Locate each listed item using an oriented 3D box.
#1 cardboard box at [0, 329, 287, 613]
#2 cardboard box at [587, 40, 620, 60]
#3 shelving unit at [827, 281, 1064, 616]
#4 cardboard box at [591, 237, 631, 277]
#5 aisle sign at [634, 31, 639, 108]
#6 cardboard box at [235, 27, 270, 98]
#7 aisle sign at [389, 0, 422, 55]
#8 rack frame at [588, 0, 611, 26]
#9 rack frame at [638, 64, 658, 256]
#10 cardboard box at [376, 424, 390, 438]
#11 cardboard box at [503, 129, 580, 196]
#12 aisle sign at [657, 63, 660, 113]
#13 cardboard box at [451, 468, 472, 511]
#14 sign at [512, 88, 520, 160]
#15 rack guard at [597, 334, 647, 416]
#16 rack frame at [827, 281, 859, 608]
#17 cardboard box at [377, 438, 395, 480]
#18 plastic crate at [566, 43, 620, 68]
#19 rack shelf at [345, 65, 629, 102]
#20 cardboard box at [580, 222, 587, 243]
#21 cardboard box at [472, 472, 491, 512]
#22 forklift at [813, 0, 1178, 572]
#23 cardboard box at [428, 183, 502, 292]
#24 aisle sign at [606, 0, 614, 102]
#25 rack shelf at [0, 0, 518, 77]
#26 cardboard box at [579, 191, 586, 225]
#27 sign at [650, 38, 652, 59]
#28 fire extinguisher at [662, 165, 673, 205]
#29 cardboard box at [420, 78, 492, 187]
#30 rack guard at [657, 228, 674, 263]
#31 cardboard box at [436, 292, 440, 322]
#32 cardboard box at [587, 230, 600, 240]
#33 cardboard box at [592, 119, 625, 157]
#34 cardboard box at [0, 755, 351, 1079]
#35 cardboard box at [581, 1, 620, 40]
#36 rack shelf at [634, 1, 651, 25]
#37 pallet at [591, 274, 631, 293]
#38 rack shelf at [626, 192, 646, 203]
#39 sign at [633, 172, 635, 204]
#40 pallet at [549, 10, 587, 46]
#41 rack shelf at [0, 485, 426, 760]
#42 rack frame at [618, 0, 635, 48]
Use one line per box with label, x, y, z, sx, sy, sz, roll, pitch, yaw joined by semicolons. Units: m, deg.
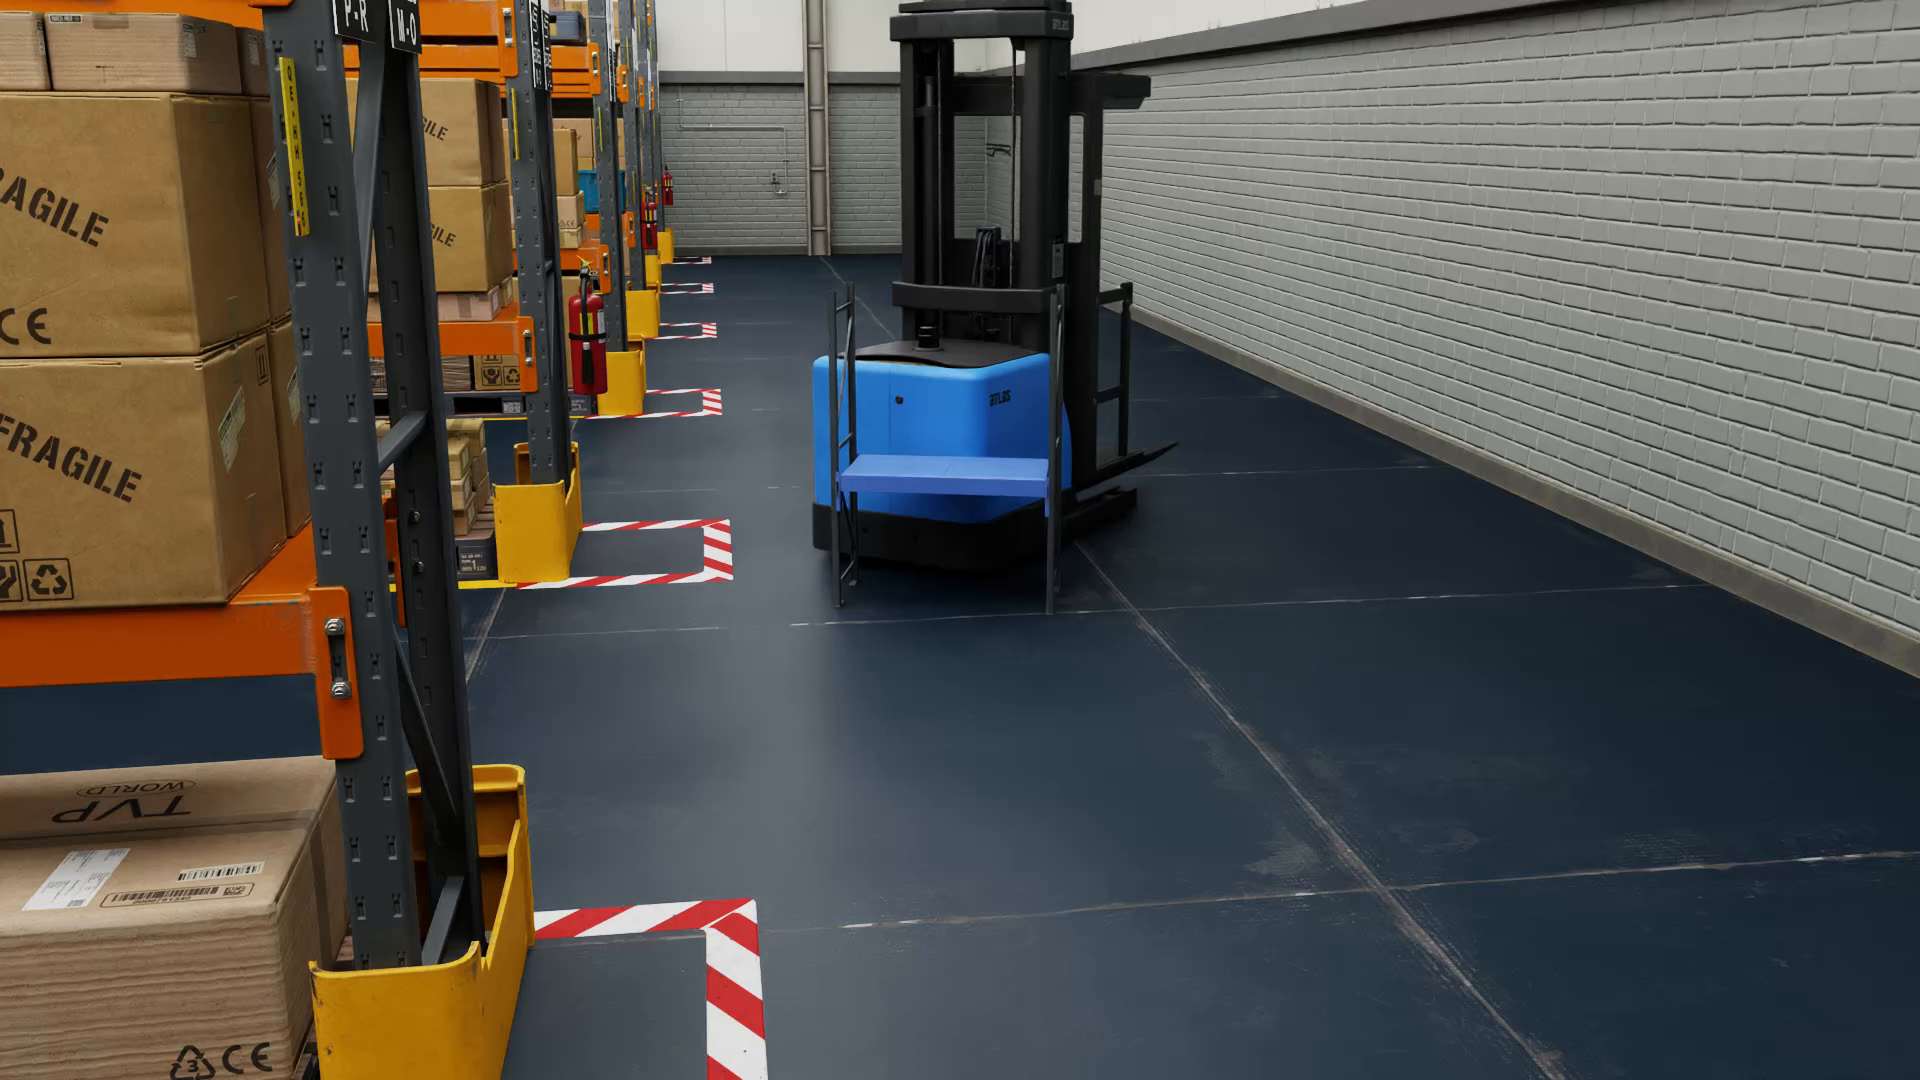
cardboard box;-1.761;-0.163;3.501;0.500;0.500;0.500;-2;14;-8
cardboard box;-4.742;-6.507;22.117;0.500;0.250;0.500;-2;14;-8
shelving unit;-0.053;-0.447;7.920;1.048;1.500;0.538;2;14;7
cardboard box;-4.773;-3.885;22.779;0.500;0.500;0.500;-2;14;-8
aisle sign;-3.511;-5.106;18.071;0.004;0.787;0.394;-2;14;-8
cardboard box;-1.716;-1.098;3.838;0.250;0.149;0.380;-2;14;-7
aisle sign;-1.296;-1.529;3.809;0.004;0.787;0.394;-2;14;-8
rack frame;-2.800;-5.489;12.612;0.127;3.000;1.000;-2;14;-8
rack frame;-4.272;-4.963;22.844;0.127;3.000;1.000;-2;14;-8
cardboard box;-2.985;-0.516;8.888;0.250;0.149;0.380;-2;14;-7
cardboard box;-3.243;-2.934;12.910;0.500;0.500;0.500;-2;14;-8
aisle sign;-4.898;-7.345;27.001;0.004;0.787;0.394;-2;14;-8
cardboard box;-2.641;-0.260;8.479;0.250;0.149;0.380;-2;14;-10
sign;-2.098;-1.964;7.855;0.005;0.325;0.100;-2;14;-8
rack guard;-2.777;-1.368;13.649;0.348;0.500;1.175;-2;14;-8
rack frame;-0.558;-0.462;7.980;0.032;1.500;0.500;2;14;7
cardboard box;-2.904;-0.417;8.492;0.250;0.149;0.380;-2;14;-7
plastic crate;-3.960;-5.216;17.955;0.590;0.269;0.497;-2;14;-8
rack shelf;-5.516;-4.805;17.526;4.000;0.370;1.077;-2;14;-8
cardboard box;-3.200;-2.524;13.637;0.250;0.149;0.380;-2;14;-8
cardboard box;-2.727;-0.262;9.097;0.250;0.149;0.380;-2;14;-7
forklift;0.391;-1.570;9.456;1.130;2.935;3.031;8;16;29
cardboard box;-2.567;-1.497;8.209;0.500;0.500;0.500;-2;14;-7
aisle sign;-2.684;-3.771;12.748;0.004;0.787;0.394;-2;14;-8
rack shelf;-4.139;-2.416;8.003;4.000;0.370;1.077;-2;14;-8
cardboard box;-3.315;-2.699;13.513;0.500;0.250;0.500;-2;14;-10
sign;-4.947;-7.869;26.609;0.005;0.325;0.100;-2;14;-8
fire extinguisher;-4.796;-5.830;27.228;0.183;0.674;0.296;-2;14;-8
cardboard box;-2.577;-1.984;8.095;0.500;0.500;0.500;-2;14;-9
rack guard;-4.990;-4.942;27.902;0.348;0.500;1.175;-2;14;-8
cardboard box;-2.693;-1.181;8.282;0.250;0.149;0.380;-2;14;-8
cardboard box;-6.186;-5.078;27.578;0.500;0.500;0.700;-2;14;-8
cardboard box;-4.672;-5.414;22.382;0.500;0.500;0.500;-2;14;-9
cardboard box;-1.962;0.891;3.906;0.875;0.438;0.875;-3;14;-10
cardboard box;-4.778;-6.928;22.255;0.500;0.500;0.700;-2;14;-8
rack shelf;-6.992;-8.449;26.712;4.000;0.370;1.077;-2;14;-8
pallet;-5.136;-3.578;23.056;1.213;0.211;1.003;-2;14;-8
rack shelf;-6.250;-4.541;22.642;4.000;0.370;1.077;-2;14;-8
sign;-3.440;-3.718;17.547;0.005;0.325;0.100;-2;14;-8
pallet;-3.532;-3.962;12.870;1.213;0.211;1.003;-2;14;-8
rack shelf;-3.302;0.226;3.635;4.000;0.370;1.077;-2;14;-8
rack frame;-3.538;-6.681;17.362;0.127;3.000;1.000;-2;14;-8
